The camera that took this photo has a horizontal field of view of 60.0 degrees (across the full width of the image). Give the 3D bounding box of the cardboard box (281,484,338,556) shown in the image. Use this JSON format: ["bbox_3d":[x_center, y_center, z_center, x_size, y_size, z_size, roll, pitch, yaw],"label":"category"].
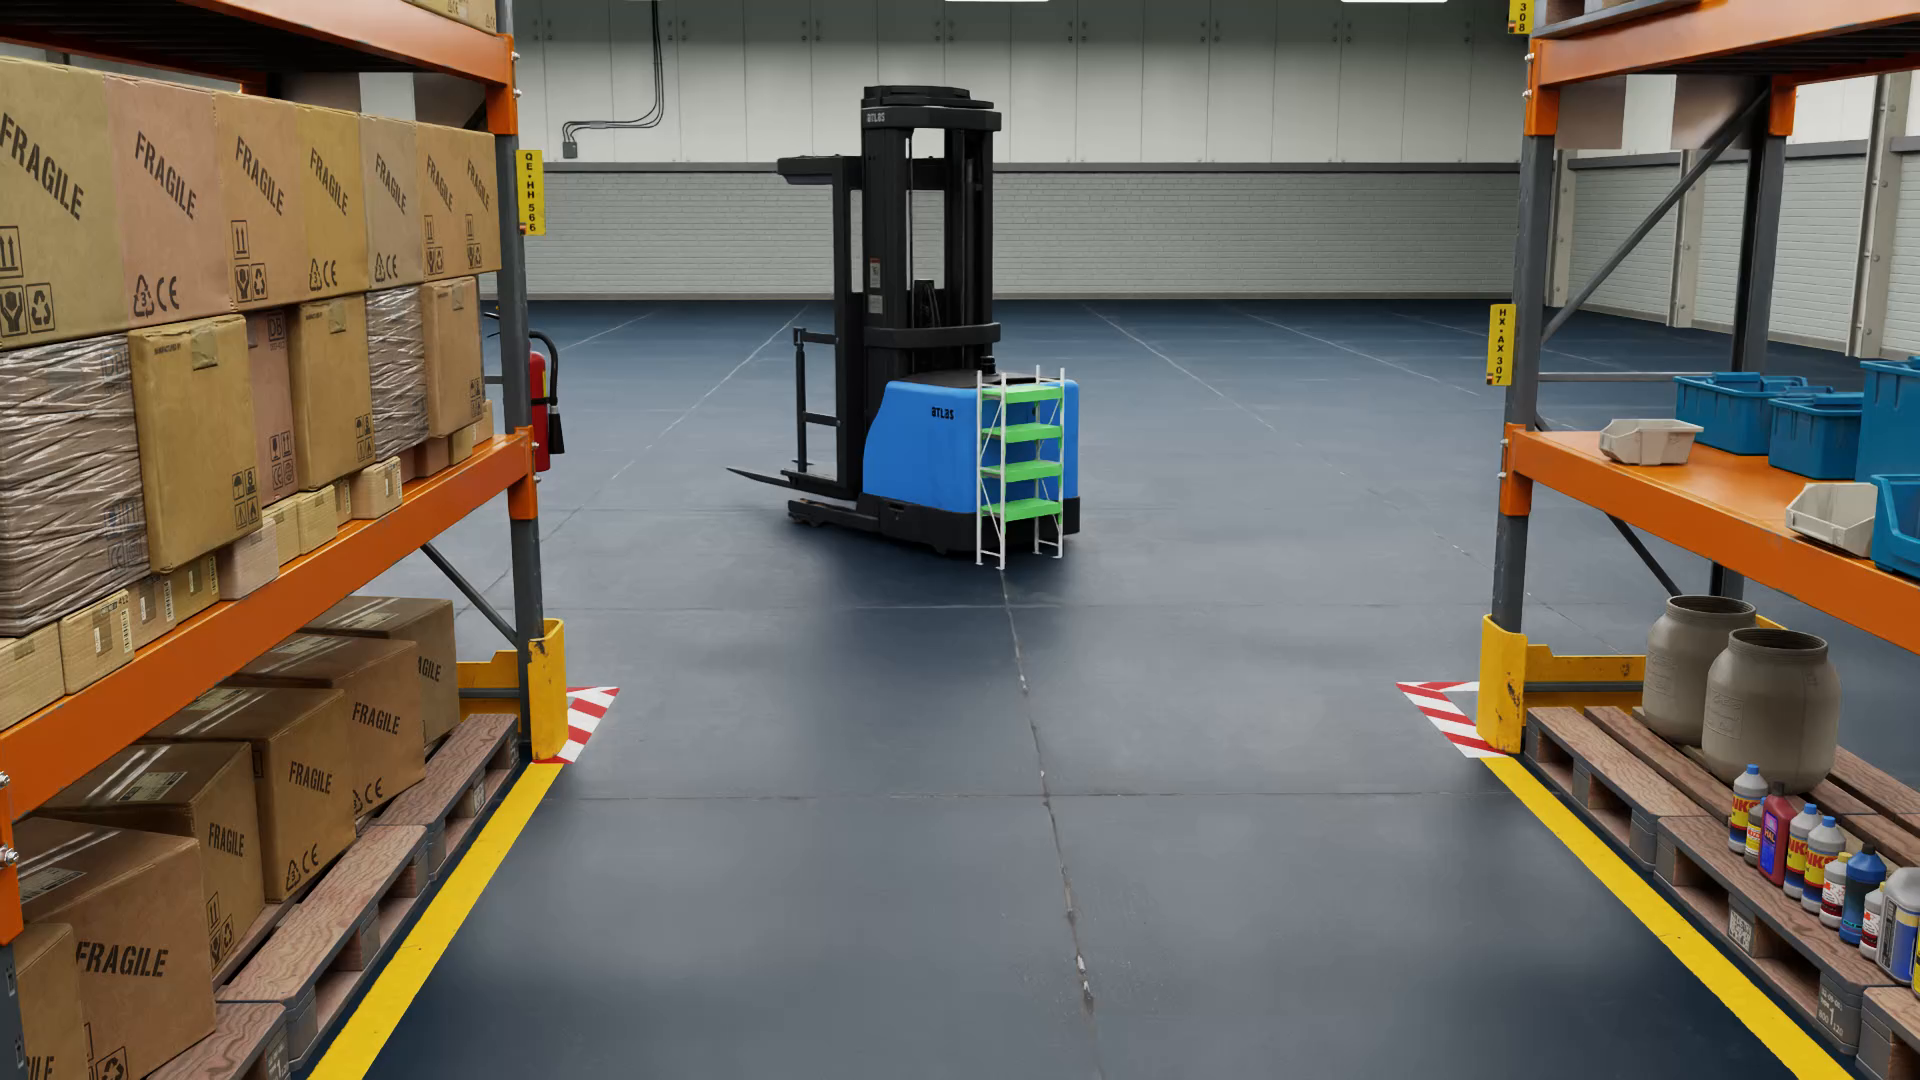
[{"bbox_3d":[-1.890,-0.055,4.417,0.380,0.149,0.250,0,11,-1],"label":"cardboard box"}]

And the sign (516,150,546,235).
[{"bbox_3d":[-1.669,-1.352,6.471,0.100,0.325,0.005,0,11,-1],"label":"sign"}]

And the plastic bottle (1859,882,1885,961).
[{"bbox_3d":[2.469,1.015,4.445,0.097,0.201,0.097,0,11,0],"label":"plastic bottle"}]

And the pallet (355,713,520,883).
[{"bbox_3d":[-2.241,0.912,6.032,1.003,0.211,1.213,0,11,-1],"label":"pallet"}]

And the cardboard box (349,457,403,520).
[{"bbox_3d":[-1.876,-0.154,4.908,0.380,0.149,0.250,0,11,-1],"label":"cardboard box"}]

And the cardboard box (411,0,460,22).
[{"bbox_3d":[-1.947,-1.834,5.386,0.500,0.250,0.500,0,11,-1],"label":"cardboard box"}]

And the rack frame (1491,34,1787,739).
[{"bbox_3d":[2.727,-0.651,6.726,1.000,3.000,0.127,0,11,-1],"label":"rack frame"}]

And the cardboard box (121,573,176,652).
[{"bbox_3d":[-1.871,0.144,3.438,0.380,0.149,0.250,0,11,-1],"label":"cardboard box"}]

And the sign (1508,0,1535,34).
[{"bbox_3d":[2.177,-2.124,6.420,0.100,0.325,0.005,0,11,-1],"label":"sign"}]

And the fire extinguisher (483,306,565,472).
[{"bbox_3d":[-1.766,-0.618,6.755,0.296,0.674,0.183,0,11,-1],"label":"fire extinguisher"}]

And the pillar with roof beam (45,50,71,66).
[{"bbox_3d":[-14.297,-9.348,34.506,9.100,9.000,0.548,0,11,-1],"label":"pillar with roof beam"}]

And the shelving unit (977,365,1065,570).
[{"bbox_3d":[0.375,-0.456,10.287,0.503,1.200,0.258,-10,15,-39],"label":"shelving unit"}]

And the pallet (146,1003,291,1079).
[{"bbox_3d":[-2.191,1.397,3.641,1.003,0.211,1.213,0,11,-1],"label":"pallet"}]

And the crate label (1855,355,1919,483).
[{"bbox_3d":[3.036,-0.304,4.924,0.502,0.435,0.616,0,11,-1],"label":"crate label"}]

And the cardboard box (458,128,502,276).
[{"bbox_3d":[-1.966,-1.208,5.953,0.500,0.500,0.500,0,11,-1],"label":"cardboard box"}]

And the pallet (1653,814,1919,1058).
[{"bbox_3d":[2.810,1.133,4.941,1.003,0.211,1.213,0,11,-1],"label":"pallet"}]

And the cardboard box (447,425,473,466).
[{"bbox_3d":[-1.951,-0.353,5.887,0.380,0.149,0.250,0,11,-1],"label":"cardboard box"}]

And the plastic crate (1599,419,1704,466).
[{"bbox_3d":[2.424,-0.343,5.869,0.298,0.136,0.250,0,11,-1],"label":"plastic crate"}]

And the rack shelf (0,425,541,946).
[{"bbox_3d":[-2.183,0.119,4.737,1.077,0.370,4.000,0,11,-1],"label":"rack shelf"}]

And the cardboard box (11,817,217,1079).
[{"bbox_3d":[-2.130,0.990,3.867,0.500,0.500,0.500,4,12,17],"label":"cardboard box"}]

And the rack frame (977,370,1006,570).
[{"bbox_3d":[0.189,-0.424,10.132,0.015,1.200,0.240,-10,15,-39],"label":"rack frame"}]

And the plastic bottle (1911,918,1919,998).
[{"bbox_3d":[2.498,0.997,4.156,0.144,0.351,0.185,0,11,-2],"label":"plastic bottle"}]

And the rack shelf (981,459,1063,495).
[{"bbox_3d":[0.375,-0.393,10.300,0.480,0.148,0.258,-10,15,-39],"label":"rack shelf"}]

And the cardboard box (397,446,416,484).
[{"bbox_3d":[-1.998,-0.253,5.395,0.380,0.149,0.250,0,11,-1],"label":"cardboard box"}]

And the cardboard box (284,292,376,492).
[{"bbox_3d":[-2.145,-0.419,4.578,0.875,0.500,0.500,0,11,-1],"label":"cardboard box"}]

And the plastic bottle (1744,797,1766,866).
[{"bbox_3d":[2.455,0.887,5.076,0.097,0.201,0.097,0,11,0],"label":"plastic bottle"}]

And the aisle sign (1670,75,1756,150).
[{"bbox_3d":[3.023,-1.941,6.544,0.394,0.787,0.004,0,11,-1],"label":"aisle sign"}]

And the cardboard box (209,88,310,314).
[{"bbox_3d":[-1.919,-0.810,3.993,0.500,0.500,0.500,0,11,-1],"label":"cardboard box"}]

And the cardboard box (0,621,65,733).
[{"bbox_3d":[-1.846,0.243,2.948,0.380,0.149,0.250,0,11,-1],"label":"cardboard box"}]

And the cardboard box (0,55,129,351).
[{"bbox_3d":[-1.897,-0.611,3.013,0.500,0.500,0.500,0,11,-1],"label":"cardboard box"}]

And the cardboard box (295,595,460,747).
[{"bbox_3d":[-2.228,0.512,6.220,0.500,0.500,0.500,2,12,9],"label":"cardboard box"}]

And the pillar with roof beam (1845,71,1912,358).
[{"bbox_3d":[8.836,-7.057,23.211,9.100,9.000,0.400,0,11,-1],"label":"pillar with roof beam"}]

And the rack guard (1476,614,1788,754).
[{"bbox_3d":[2.776,0.589,6.901,1.175,0.500,0.348,0,11,-1],"label":"rack guard"}]

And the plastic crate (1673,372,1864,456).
[{"bbox_3d":[3.037,-0.480,6.256,0.499,0.251,0.616,0,11,-1],"label":"plastic crate"}]

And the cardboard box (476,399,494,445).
[{"bbox_3d":[-2.012,-0.452,6.375,0.380,0.149,0.250,0,11,-1],"label":"cardboard box"}]

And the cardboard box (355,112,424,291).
[{"bbox_3d":[-1.942,-1.009,4.973,0.500,0.500,0.500,0,11,-1],"label":"cardboard box"}]

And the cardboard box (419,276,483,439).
[{"bbox_3d":[-2.110,-0.618,5.559,0.875,0.500,0.500,0,11,-1],"label":"cardboard box"}]

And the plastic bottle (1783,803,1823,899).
[{"bbox_3d":[2.460,0.900,4.835,0.097,0.271,0.097,0,11,0],"label":"plastic bottle"}]

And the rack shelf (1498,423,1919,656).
[{"bbox_3d":[2.769,0.099,4.838,1.077,0.370,4.000,0,11,-1],"label":"rack shelf"}]

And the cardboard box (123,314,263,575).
[{"bbox_3d":[-2.064,-0.220,3.600,0.875,0.500,0.500,0,11,-1],"label":"cardboard box"}]

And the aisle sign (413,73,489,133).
[{"bbox_3d":[-1.926,-1.919,6.434,0.394,0.787,0.004,0,11,-1],"label":"aisle sign"}]

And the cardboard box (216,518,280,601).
[{"bbox_3d":[-1.849,0.044,3.928,0.380,0.149,0.250,0,11,-1],"label":"cardboard box"}]

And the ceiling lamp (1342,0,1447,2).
[{"bbox_3d":[8.012,-11.532,30.589,2.000,3.185,0.800,0,11,-1],"label":"ceiling lamp"}]

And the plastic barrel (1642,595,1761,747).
[{"bbox_3d":[2.817,0.493,6.288,0.421,0.512,0.421,0,11,0],"label":"plastic barrel"}]

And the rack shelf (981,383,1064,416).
[{"bbox_3d":[0.375,-0.864,10.204,0.480,0.148,0.258,-10,15,-39],"label":"rack shelf"}]

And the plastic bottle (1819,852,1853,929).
[{"bbox_3d":[2.465,0.974,4.647,0.097,0.201,0.097,0,11,0],"label":"plastic bottle"}]

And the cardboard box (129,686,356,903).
[{"bbox_3d":[-2.188,0.756,5.021,0.500,0.500,0.500,1,11,4],"label":"cardboard box"}]

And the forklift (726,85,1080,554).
[{"bbox_3d":[-0.550,-1.582,11.485,1.130,2.935,3.031,-10,15,-39],"label":"forklift"}]
